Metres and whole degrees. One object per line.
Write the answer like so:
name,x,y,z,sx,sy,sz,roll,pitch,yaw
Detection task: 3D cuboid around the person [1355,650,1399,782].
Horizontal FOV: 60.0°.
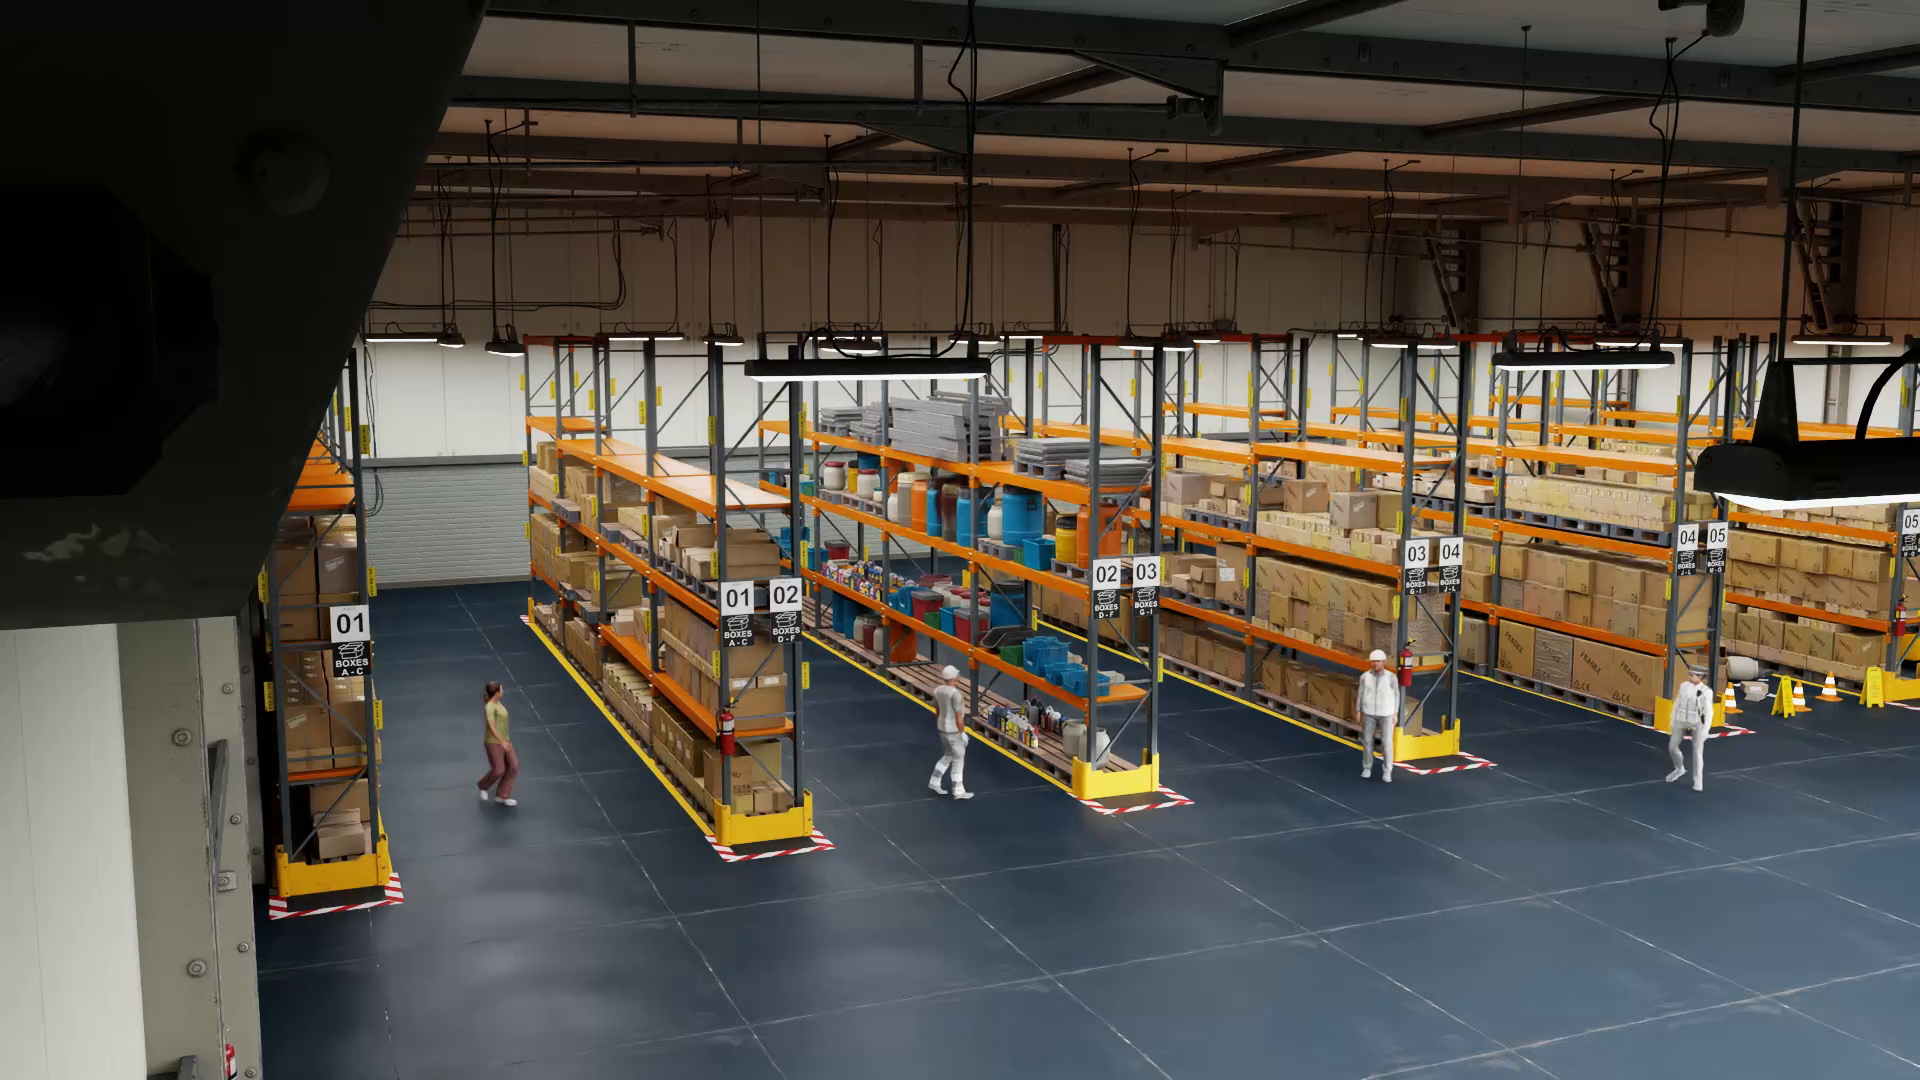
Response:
person,5.760,2.409,22.978,0.566,1.796,0.378,4,8,25

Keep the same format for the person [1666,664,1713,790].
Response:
person,9.901,2.513,22.561,0.570,1.690,0.437,6,10,38

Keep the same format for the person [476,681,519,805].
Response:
person,-6.053,2.647,21.762,0.628,1.632,0.528,2,8,17

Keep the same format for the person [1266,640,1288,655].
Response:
person,6.054,1.301,31.568,0.570,1.744,0.405,3,8,22

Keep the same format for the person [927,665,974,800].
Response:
person,-0.106,2.532,22.027,0.521,1.791,0.625,-4,9,-29
